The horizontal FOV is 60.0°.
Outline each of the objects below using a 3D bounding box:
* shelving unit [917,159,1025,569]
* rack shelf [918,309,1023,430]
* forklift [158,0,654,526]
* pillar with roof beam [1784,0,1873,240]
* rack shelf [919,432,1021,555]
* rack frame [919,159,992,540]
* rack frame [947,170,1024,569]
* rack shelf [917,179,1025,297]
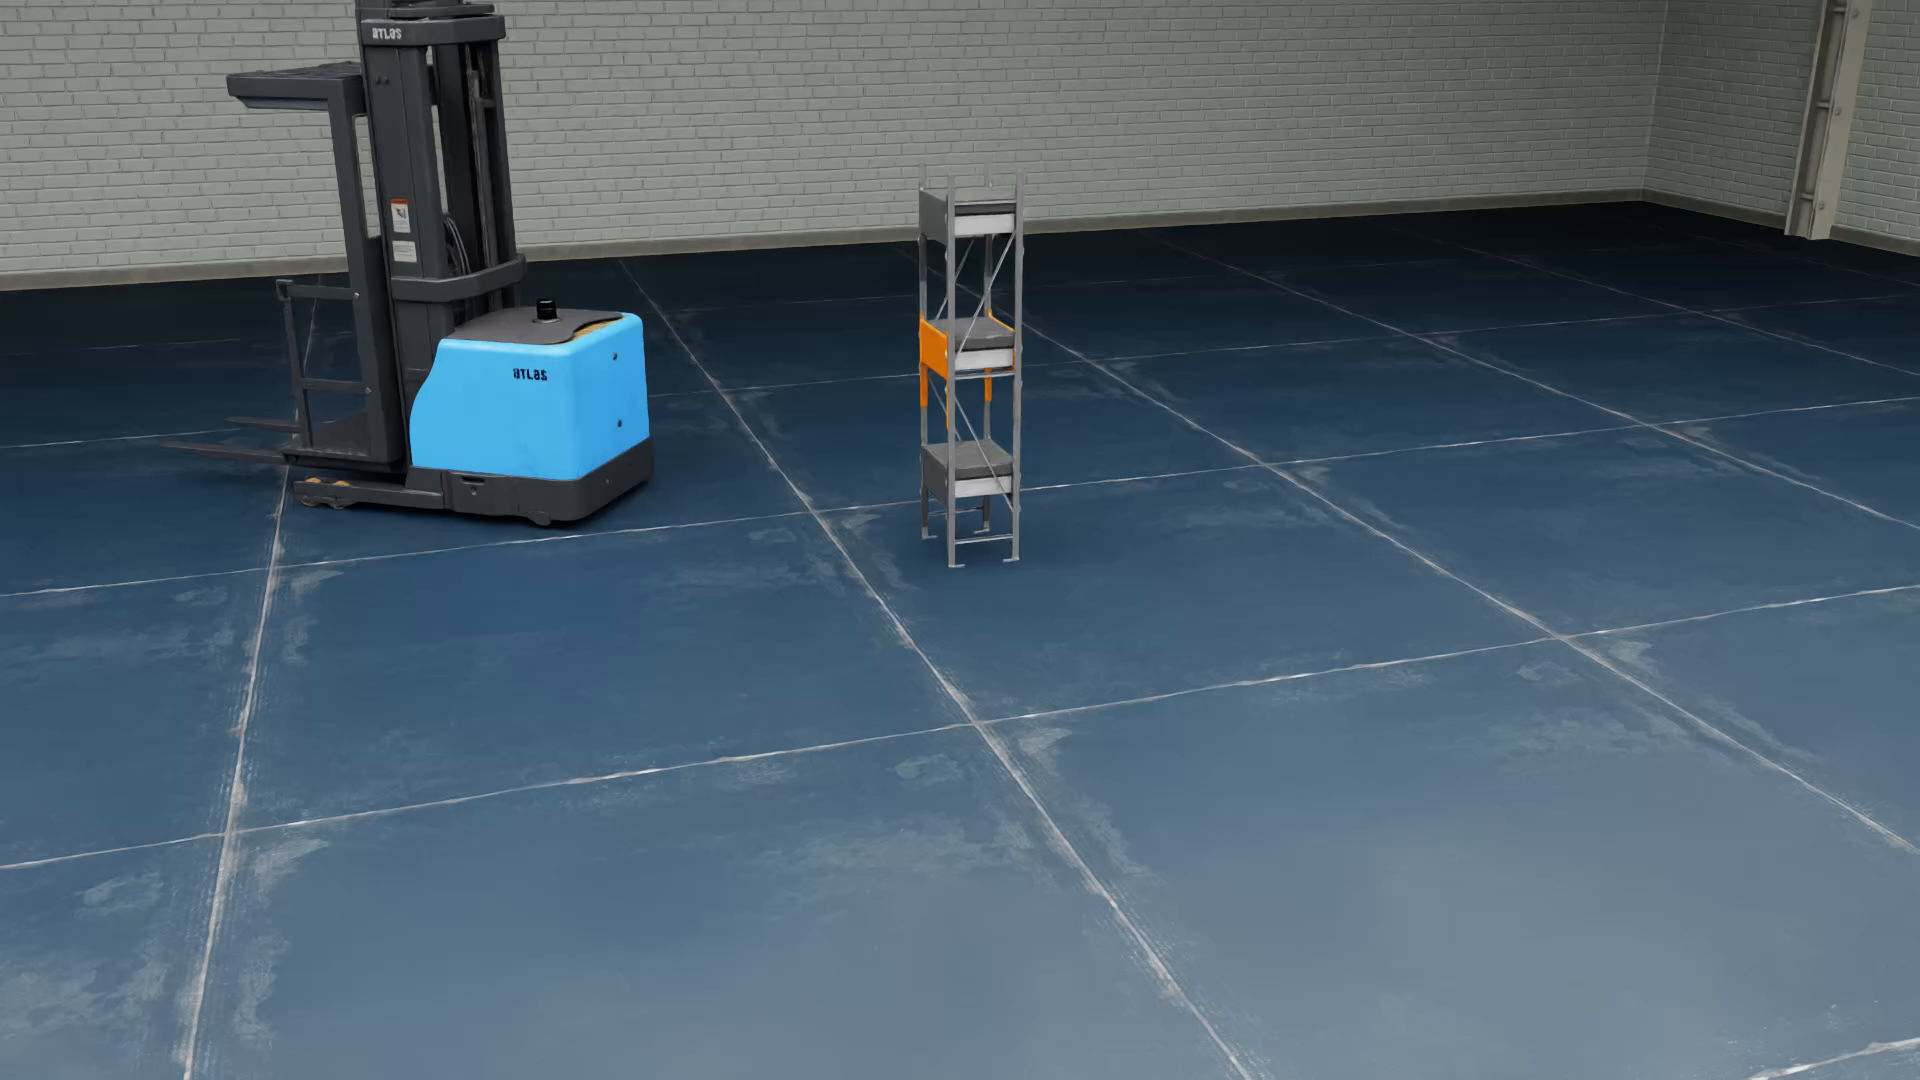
[{"bbox_3d":[0.052,-0.935,8.914,0.431,2.100,0.503,-6,21,-17],"label":"shelving unit"},{"bbox_3d":[0.052,-0.922,8.918,0.431,0.518,0.480,-6,21,-17],"label":"rack shelf"},{"bbox_3d":[-3.481,-1.728,9.892,3.031,2.935,1.130,6,21,16],"label":"forklift"},{"bbox_3d":[5.666,-7.271,16.348,9.100,9.000,0.400,-6,21,-17],"label":"pillar with roof beam"},{"bbox_3d":[0.052,-0.263,9.155,0.431,0.518,0.480,-6,21,-17],"label":"rack shelf"},{"bbox_3d":[-0.025,-1.013,9.132,0.400,2.100,0.015,-6,21,-17],"label":"rack frame"},{"bbox_3d":[0.129,-0.857,8.696,0.400,2.100,0.015,-6,21,-17],"label":"rack frame"},{"bbox_3d":[0.052,-1.581,8.682,0.431,0.518,0.480,-6,21,-17],"label":"rack shelf"}]
